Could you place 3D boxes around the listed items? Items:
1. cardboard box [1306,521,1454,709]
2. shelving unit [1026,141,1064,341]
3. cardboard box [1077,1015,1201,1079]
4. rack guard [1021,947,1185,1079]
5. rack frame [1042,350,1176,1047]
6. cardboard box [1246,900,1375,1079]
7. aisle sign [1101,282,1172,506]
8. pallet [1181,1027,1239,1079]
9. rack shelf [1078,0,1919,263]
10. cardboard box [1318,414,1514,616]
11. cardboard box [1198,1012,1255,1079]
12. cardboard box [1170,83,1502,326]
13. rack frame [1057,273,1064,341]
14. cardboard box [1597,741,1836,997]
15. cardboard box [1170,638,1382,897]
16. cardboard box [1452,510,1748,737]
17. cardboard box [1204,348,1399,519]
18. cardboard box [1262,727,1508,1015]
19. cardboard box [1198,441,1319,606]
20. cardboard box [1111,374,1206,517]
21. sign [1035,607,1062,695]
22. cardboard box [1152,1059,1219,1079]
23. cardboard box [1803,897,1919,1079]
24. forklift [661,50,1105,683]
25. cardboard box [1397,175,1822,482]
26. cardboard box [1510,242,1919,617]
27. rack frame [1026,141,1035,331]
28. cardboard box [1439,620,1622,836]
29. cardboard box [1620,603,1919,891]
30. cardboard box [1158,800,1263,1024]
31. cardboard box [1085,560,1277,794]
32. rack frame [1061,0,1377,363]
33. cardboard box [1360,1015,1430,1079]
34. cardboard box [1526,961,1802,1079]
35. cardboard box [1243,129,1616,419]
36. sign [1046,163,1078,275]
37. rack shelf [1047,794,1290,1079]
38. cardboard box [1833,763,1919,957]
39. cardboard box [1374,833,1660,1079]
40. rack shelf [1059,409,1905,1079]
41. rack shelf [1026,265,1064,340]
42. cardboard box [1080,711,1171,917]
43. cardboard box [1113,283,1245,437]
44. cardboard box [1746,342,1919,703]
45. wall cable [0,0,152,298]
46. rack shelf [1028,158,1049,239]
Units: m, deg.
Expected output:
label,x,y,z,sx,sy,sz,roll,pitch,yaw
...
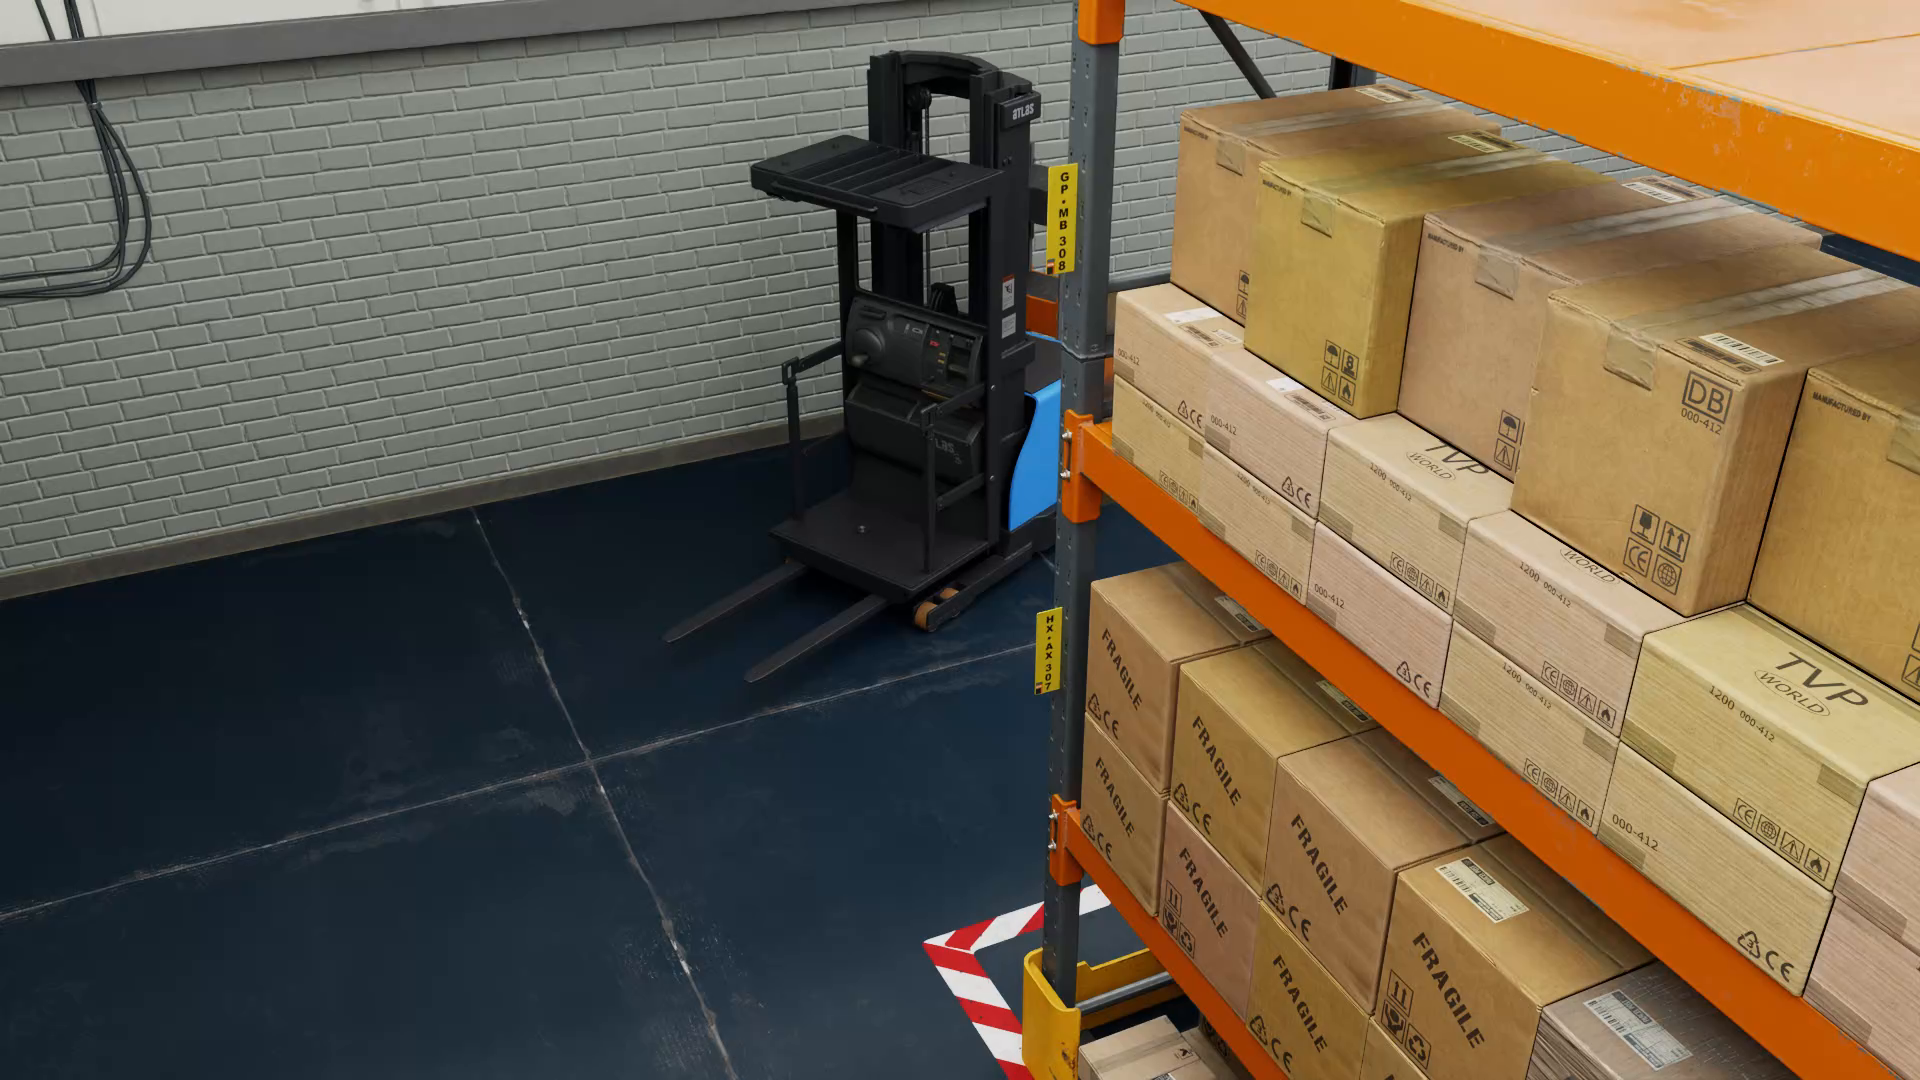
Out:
label,x,y,z,sx,sy,sz,roll,pitch,yaw
cardboard box,1.201,0.120,4.028,0.500,0.250,0.500,-13,32,-22
shelving unit,0.533,-1.416,10.602,0.503,2.100,0.431,20,35,32
cardboard box,0.660,1.948,6.148,0.380,0.149,0.250,-13,32,-22
rack guard,0.823,1.763,6.568,1.175,0.500,0.348,-13,32,-22
rack frame,0.791,0.639,6.017,1.000,3.000,0.127,-13,32,-22
cardboard box,1.182,1.296,4.743,0.500,0.500,0.500,-13,32,-22
aisle sign,0.496,-0.464,5.325,0.394,0.787,0.004,-13,32,-22
pallet,1.167,2.241,6.011,1.003,0.211,1.213,-13,32,-22
rack shelf,1.649,-0.779,3.151,1.077,0.370,4.000,-13,32,-22
cardboard box,1.205,-0.099,3.907,0.500,0.250,0.500,-13,32,-22
cardboard box,1.247,1.726,6.184,0.500,0.500,0.500,-13,32,-22
cardboard box,1.026,-0.926,4.616,0.700,0.500,0.500,-13,32,-22
rack frame,0.727,-1.344,10.473,0.015,2.100,0.400,20,35,32
cardboard box,1.632,0.562,3.241,0.500,0.250,0.500,-13,32,-22
cardboard box,0.974,0.640,4.891,0.500,0.500,0.500,-13,32,-21
cardboard box,1.416,0.123,3.512,0.500,0.250,0.500,-13,32,-22
cardboard box,0.984,-0.318,4.299,0.500,0.250,0.500,-13,32,-22
cardboard box,1.185,0.862,4.495,0.500,0.500,0.500,-13,32,-21
cardboard box,0.985,-0.100,4.421,0.500,0.250,0.500,-13,32,-22
cardboard box,0.782,-0.324,4.820,0.500,0.250,0.500,-13,32,-22
sign,0.301,0.375,5.602,0.100,0.325,0.005,-13,32,-22
cardboard box,0.767,2.050,5.947,0.380,0.166,0.250,-13,32,-22
cardboard box,1.854,0.781,2.850,0.500,0.250,0.500,-13,32,-22
forklift,-0.389,-1.039,9.079,1.130,2.935,3.031,21,36,33
cardboard box,1.476,-0.489,3.836,0.700,0.500,0.500,-13,32,-22
cardboard box,1.606,-0.248,3.407,0.700,0.500,0.500,-13,32,-22
rack frame,0.339,-1.489,10.731,0.015,2.100,0.400,20,35,32
cardboard box,1.421,0.340,3.636,0.500,0.250,0.500,-13,32,-22
cardboard box,1.630,0.344,3.118,0.500,0.250,0.500,-13,32,-22
cardboard box,0.969,1.073,5.140,0.500,0.500,0.500,-13,32,-22
cardboard box,0.743,0.410,5.299,0.500,0.500,0.500,-12,31,-20
rack frame,0.791,-1.978,4.549,1.000,3.000,0.127,-13,32,-22
cardboard box,1.395,1.517,4.349,0.500,0.500,0.500,-13,32,-21
cardboard box,1.619,1.309,3.698,0.500,0.500,0.500,-13,32,-22
cardboard box,1.164,-0.687,4.190,0.700,0.500,0.500,-13,32,-22
sign,0.301,-0.937,4.866,0.100,0.325,0.005,-13,32,-22
rack shelf,1.649,1.836,4.617,1.077,0.370,4.000,-13,32,-22
cardboard box,1.842,0.565,2.723,0.500,0.250,0.500,-13,32,-22
cardboard box,1.404,1.086,4.095,0.500,0.500,0.500,-13,32,-22
rack shelf,1.649,0.528,3.884,1.077,0.370,4.000,-13,32,-22
rack shelf,0.533,-1.404,10.609,0.480,0.518,0.431,20,35,32
cardboard box,0.743,0.847,5.544,0.500,0.500,0.500,-12,32,-21
cardboard box,0.776,-0.541,4.695,0.500,0.250,0.500,-13,32,-22
cardboard box,1.958,-0.059,3.070,0.700,0.500,0.500,-13,32,-22
wall cable,-5.787,-2.155,8.040,3.097,2.526,0.112,-13,32,-22
rack shelf,0.533,-2.015,10.266,0.480,0.518,0.431,20,35,32
